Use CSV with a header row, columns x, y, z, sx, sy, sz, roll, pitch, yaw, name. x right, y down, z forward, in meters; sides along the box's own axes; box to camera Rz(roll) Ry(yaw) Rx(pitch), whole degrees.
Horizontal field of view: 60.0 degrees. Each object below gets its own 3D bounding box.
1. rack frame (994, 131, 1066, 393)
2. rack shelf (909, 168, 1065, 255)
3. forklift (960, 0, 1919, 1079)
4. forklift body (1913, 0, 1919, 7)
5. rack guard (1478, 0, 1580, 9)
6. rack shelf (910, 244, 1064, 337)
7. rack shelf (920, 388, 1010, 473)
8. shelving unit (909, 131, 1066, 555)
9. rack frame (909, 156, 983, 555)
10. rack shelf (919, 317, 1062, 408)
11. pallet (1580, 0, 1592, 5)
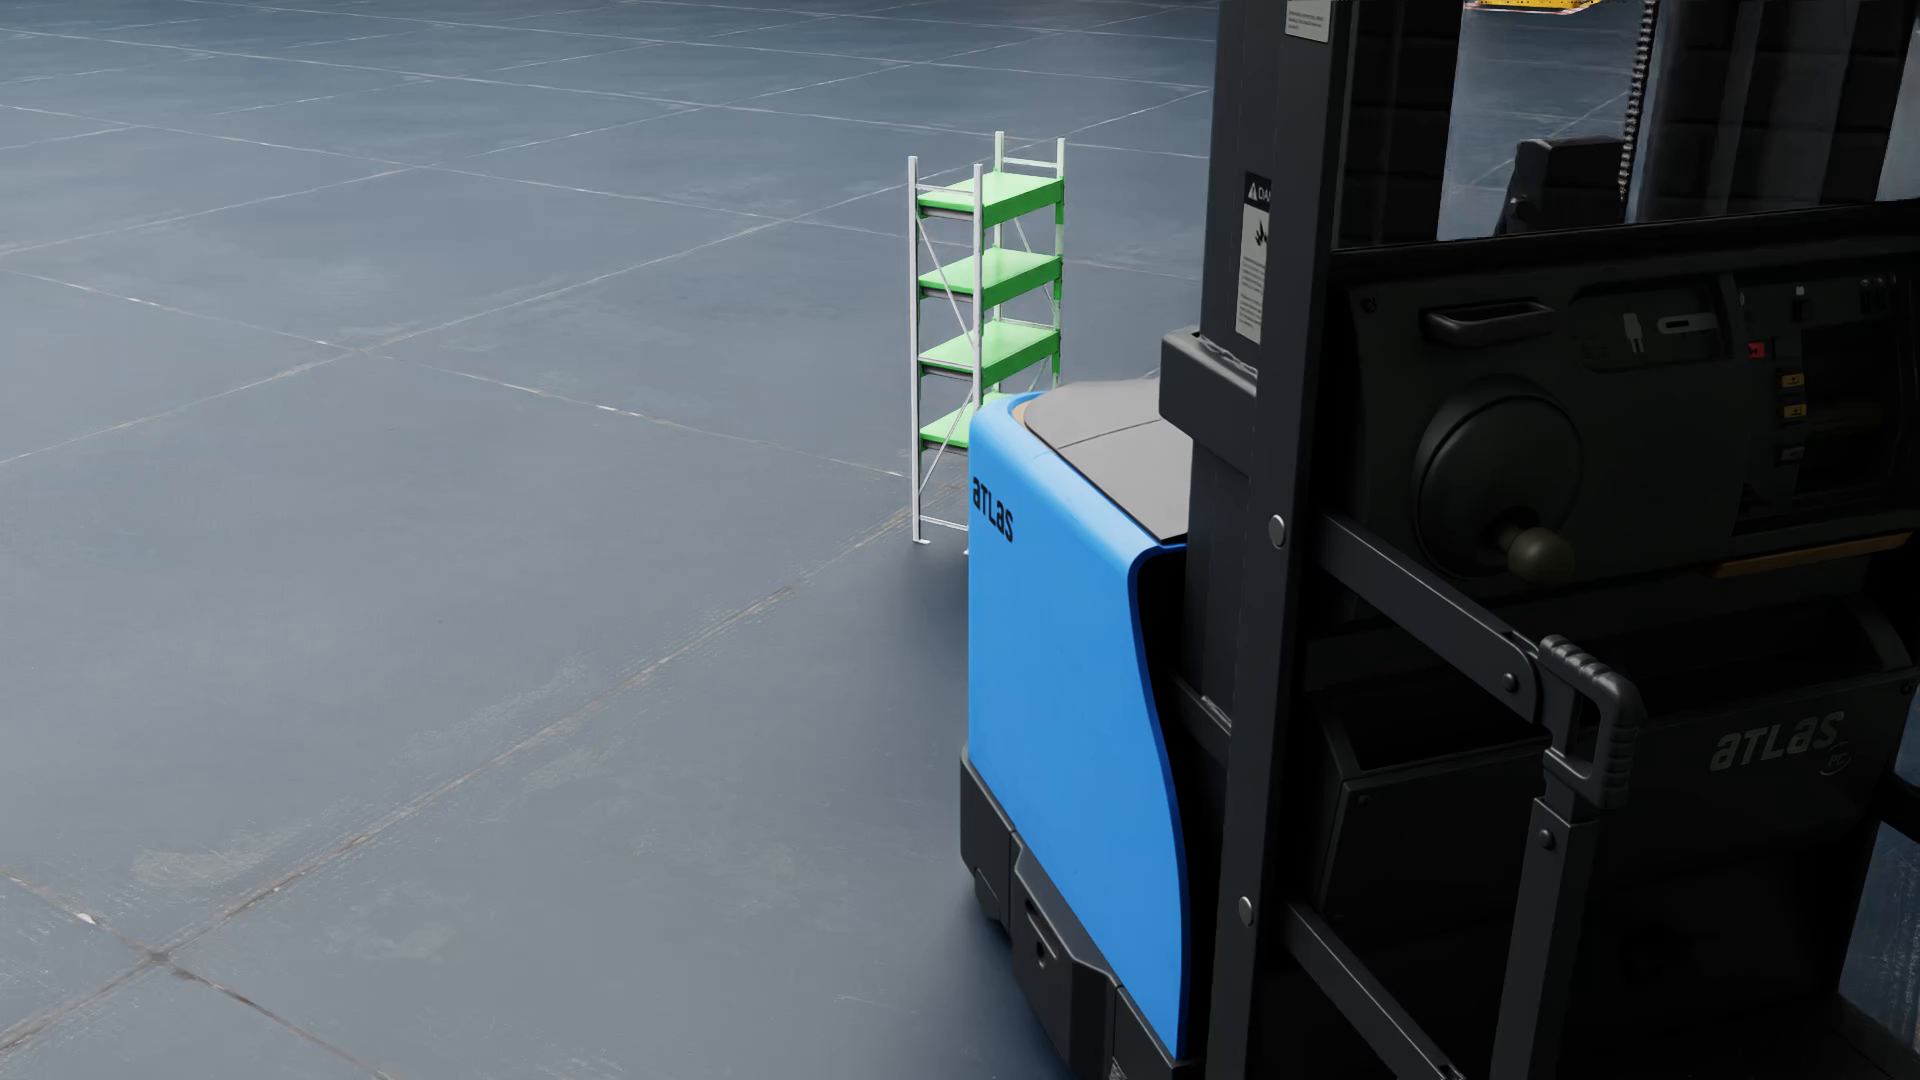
x,y,z,sx,sy,sz,roll,pitch,yaw,name
0.216,-0.689,5.331,0.240,1.200,0.015,14,27,29,rack frame
0.087,-0.988,4.975,0.258,0.148,0.480,14,27,29,rack shelf
0.969,-0.145,1.896,1.130,2.935,3.031,-8,25,-18,forklift
10.615,-7.522,19.917,2.313,2.155,1.214,14,27,29,forklift body
6.985,-6.806,20.343,1.175,0.500,0.348,14,27,29,rack guard
0.087,-0.768,5.071,0.258,0.148,0.480,14,27,29,rack shelf
0.087,-0.328,5.261,0.258,0.148,0.480,14,27,29,rack shelf
0.087,-0.607,5.141,0.258,1.200,0.503,14,27,29,shelving unit
-0.041,-0.524,4.950,0.240,1.200,0.015,14,27,29,rack frame
0.087,-0.548,5.166,0.258,0.148,0.480,14,27,29,rack shelf
7.444,-6.940,21.017,1.003,0.211,1.213,14,27,29,pallet
